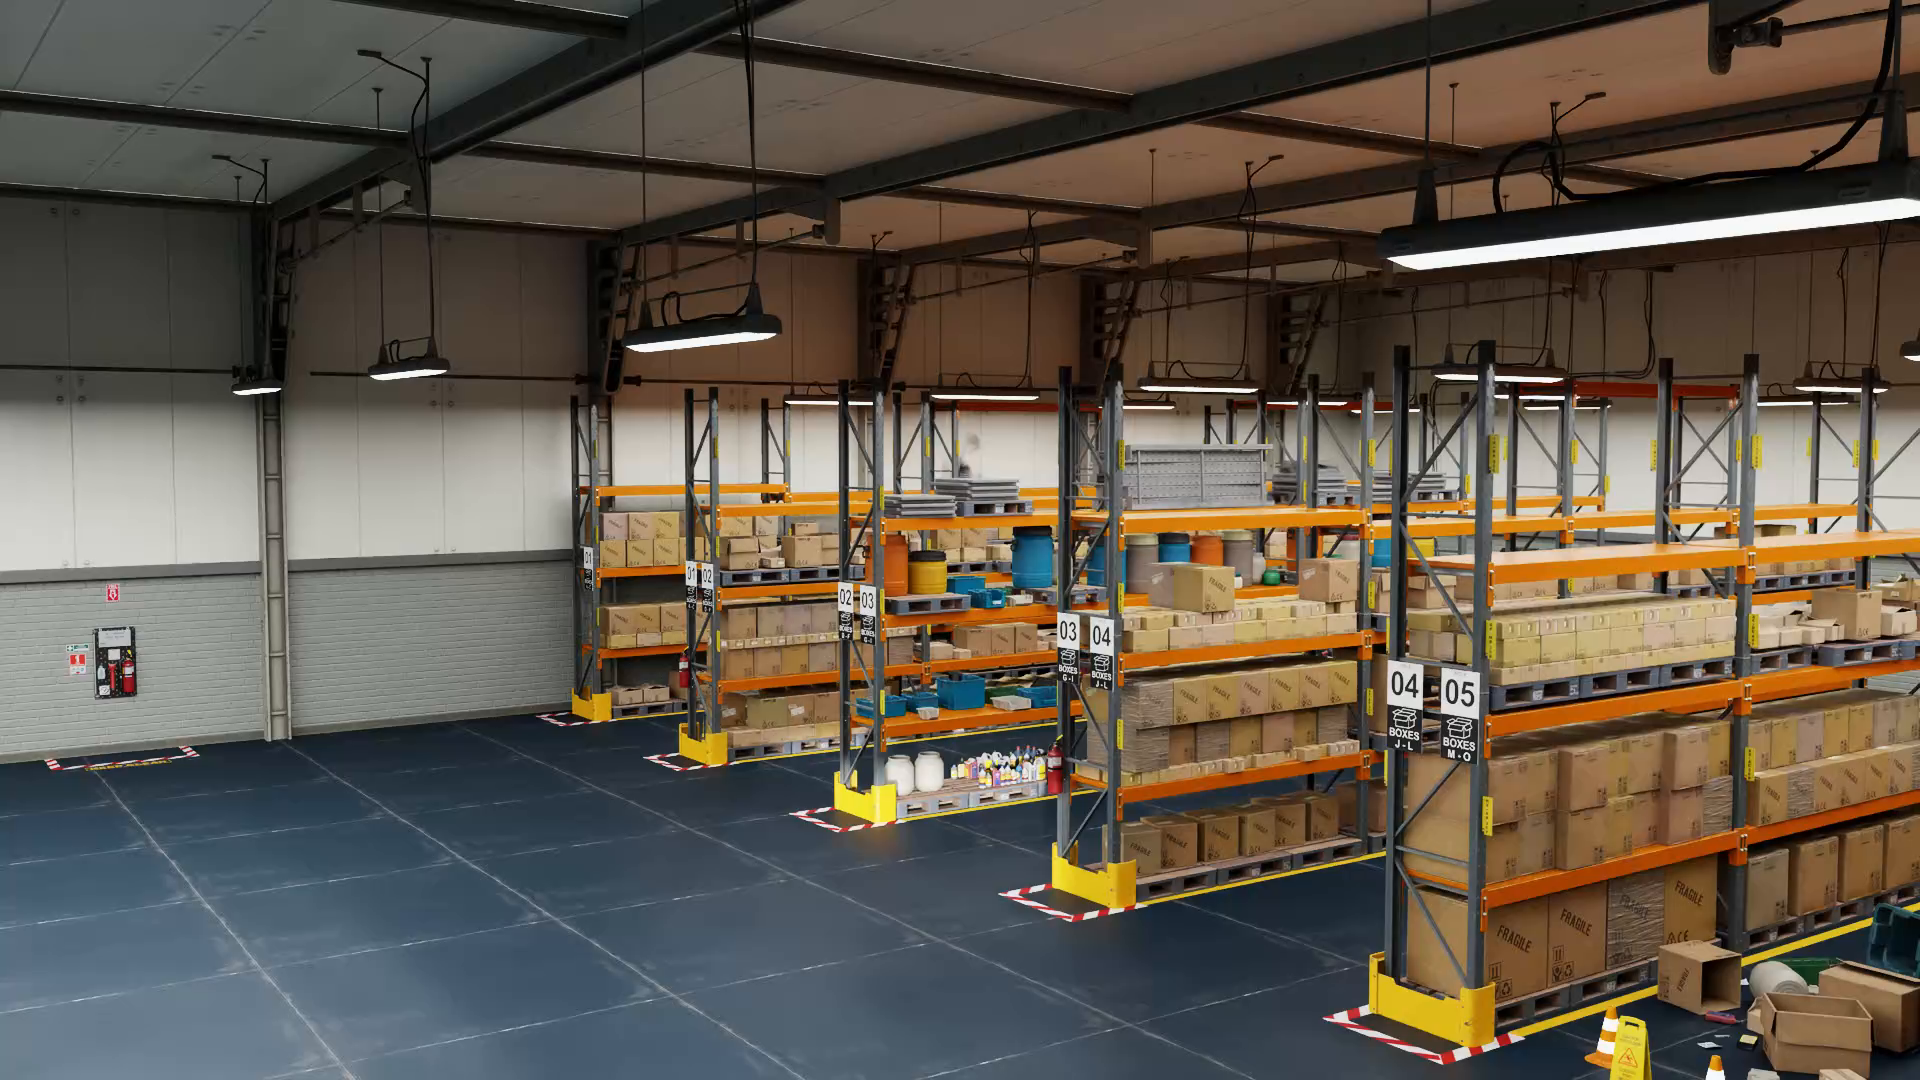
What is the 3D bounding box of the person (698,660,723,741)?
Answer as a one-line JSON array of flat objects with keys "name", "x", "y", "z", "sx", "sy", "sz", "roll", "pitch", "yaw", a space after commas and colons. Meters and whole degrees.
[{"name": "person", "x": -4.182, "y": 2.591, "z": 28.925, "sx": 0.955, "sy": 1.689, "sz": 0.575, "roll": -3, "pitch": 5, "yaw": -41}]
